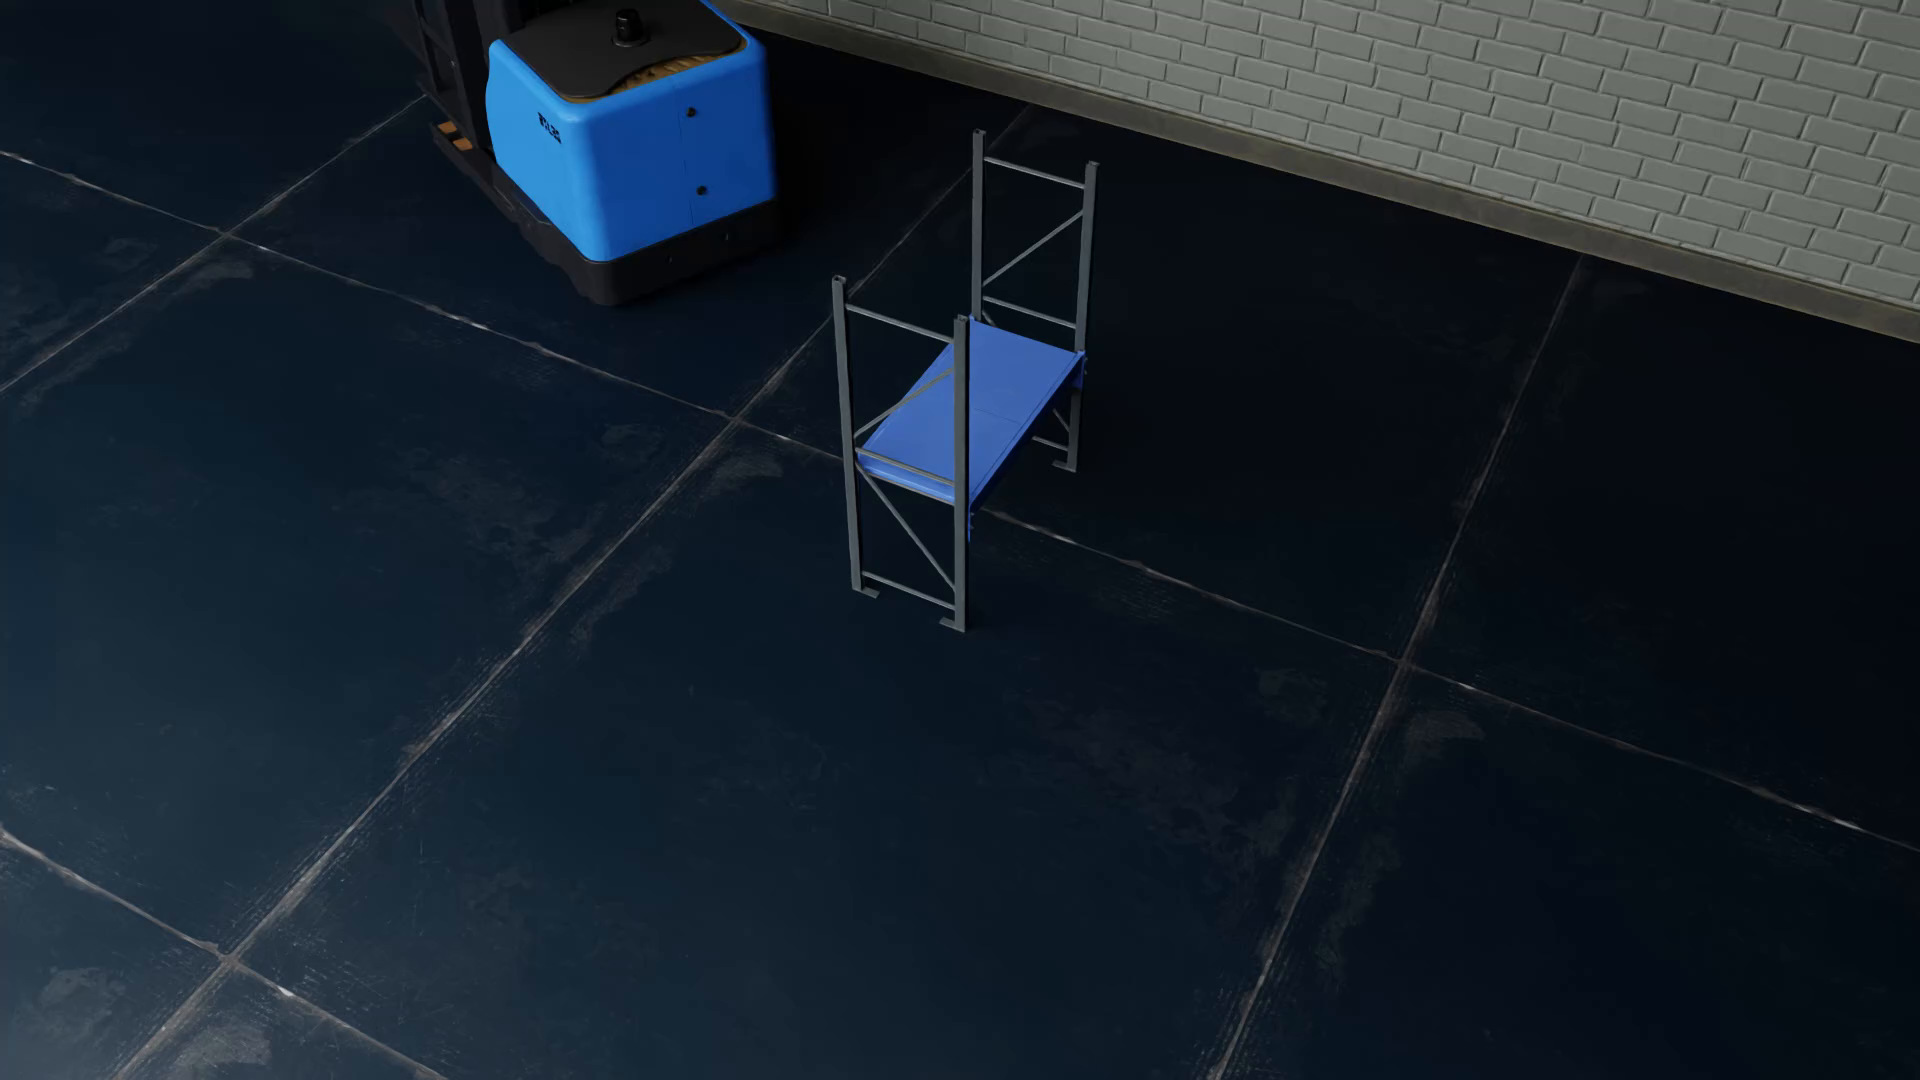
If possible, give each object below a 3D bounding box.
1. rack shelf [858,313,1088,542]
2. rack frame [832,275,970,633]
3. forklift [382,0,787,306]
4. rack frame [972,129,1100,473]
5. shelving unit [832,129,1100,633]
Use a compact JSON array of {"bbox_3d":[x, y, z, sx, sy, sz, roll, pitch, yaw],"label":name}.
[{"bbox_3d":[0.040,-0.455,6.398,0.538,0.185,1.000,20,49,19],"label":"rack shelf"},{"bbox_3d":[-0.196,-0.261,5.953,0.500,1.500,0.032,20,49,19],"label":"rack frame"},{"bbox_3d":[-2.115,-3.129,7.782,1.130,2.935,3.031,-27,51,-24],"label":"forklift"},{"bbox_3d":[0.276,-0.901,6.586,0.500,1.500,0.032,20,49,19],"label":"rack frame"},{"bbox_3d":[0.040,-0.581,6.270,0.538,1.500,1.048,20,49,19],"label":"shelving unit"}]
